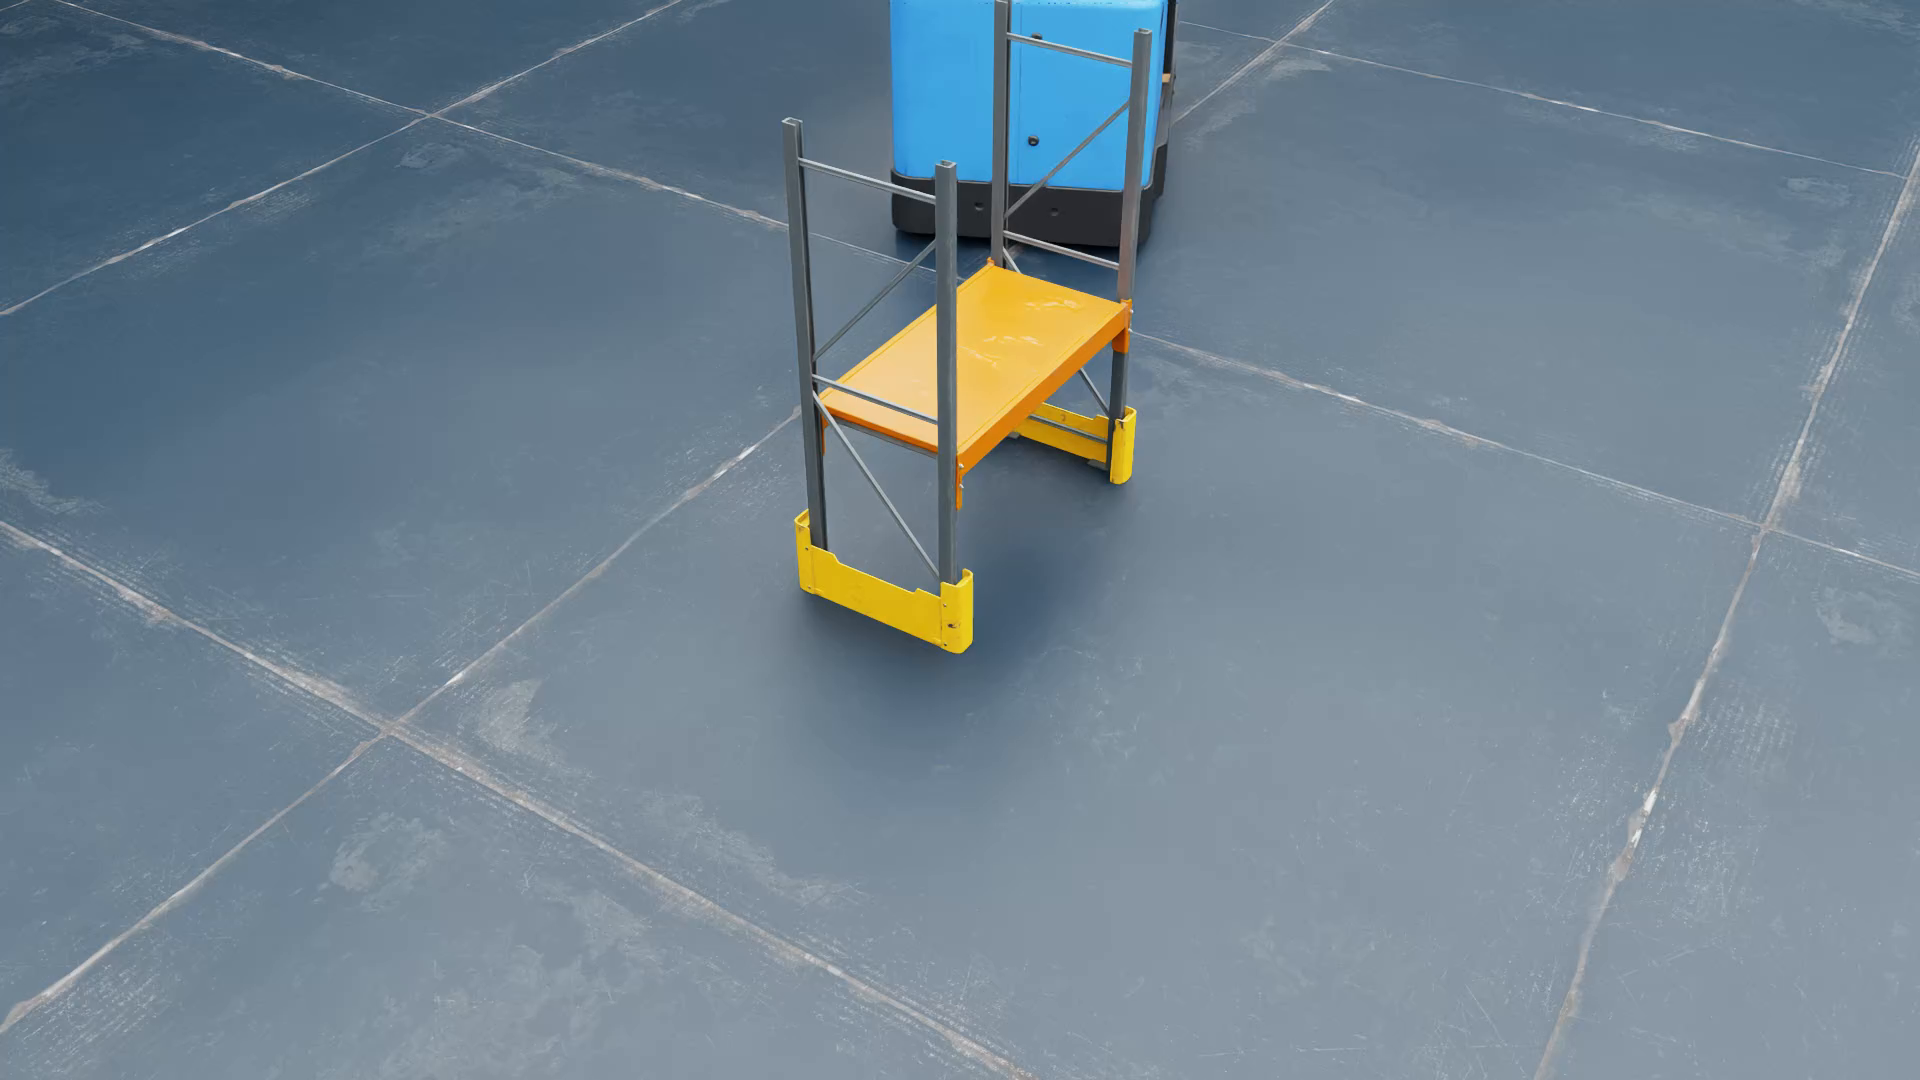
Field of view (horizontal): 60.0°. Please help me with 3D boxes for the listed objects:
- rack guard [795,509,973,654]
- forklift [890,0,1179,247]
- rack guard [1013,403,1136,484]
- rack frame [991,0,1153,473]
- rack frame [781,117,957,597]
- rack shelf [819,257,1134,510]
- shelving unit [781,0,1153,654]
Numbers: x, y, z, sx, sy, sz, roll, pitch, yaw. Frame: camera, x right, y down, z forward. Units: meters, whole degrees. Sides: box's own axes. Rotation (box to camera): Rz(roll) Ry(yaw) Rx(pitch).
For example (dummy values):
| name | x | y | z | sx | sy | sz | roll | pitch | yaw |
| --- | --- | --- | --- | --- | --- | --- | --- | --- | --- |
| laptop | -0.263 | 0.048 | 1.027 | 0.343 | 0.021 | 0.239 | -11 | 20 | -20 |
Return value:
| name | x | y | z | sx | sy | sz | roll | pitch | yaw |
| --- | --- | --- | --- | --- | --- | --- | --- | --- | --- |
| rack guard | -0.226 | 0.118 | 4.892 | 0.587 | 0.250 | 0.087 | 21 | 42 | 25 |
| forklift | 0.449 | -3.227 | 7.035 | 1.130 | 2.935 | 3.031 | 5 | 38 | 7 |
| rack guard | 0.308 | -0.395 | 5.558 | 0.587 | 0.250 | 0.087 | 21 | 42 | 25 |
| rack frame | 0.318 | -0.900 | 5.189 | 0.500 | 1.500 | 0.032 | 21 | 42 | 25 |
| rack frame | -0.227 | -0.376 | 4.509 | 0.500 | 1.500 | 0.032 | 21 | 42 | 25 |
| rack shelf | 0.046 | -0.496 | 4.959 | 0.538 | 0.185 | 1.000 | 21 | 42 | 25 |
| shelving unit | 0.041 | -0.633 | 4.843 | 0.587 | 1.500 | 1.083 | 21 | 42 | 25 |
